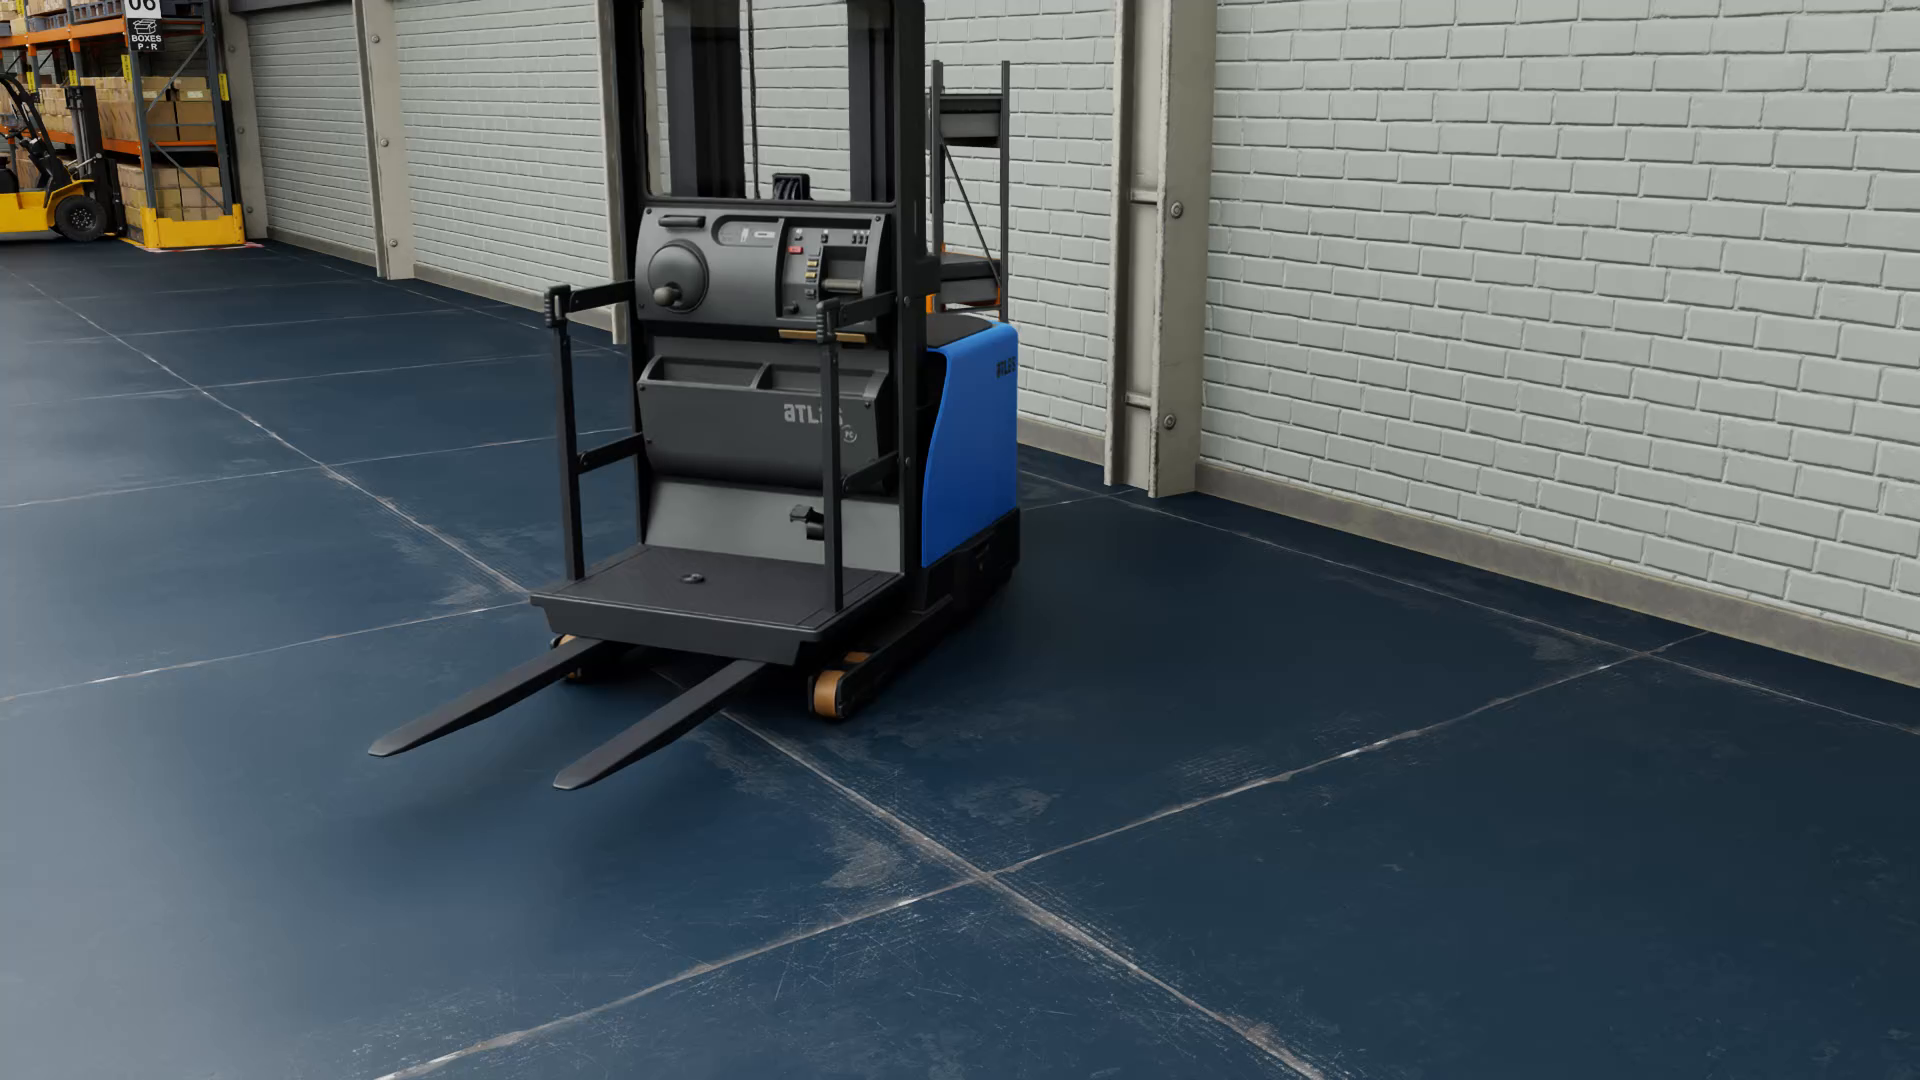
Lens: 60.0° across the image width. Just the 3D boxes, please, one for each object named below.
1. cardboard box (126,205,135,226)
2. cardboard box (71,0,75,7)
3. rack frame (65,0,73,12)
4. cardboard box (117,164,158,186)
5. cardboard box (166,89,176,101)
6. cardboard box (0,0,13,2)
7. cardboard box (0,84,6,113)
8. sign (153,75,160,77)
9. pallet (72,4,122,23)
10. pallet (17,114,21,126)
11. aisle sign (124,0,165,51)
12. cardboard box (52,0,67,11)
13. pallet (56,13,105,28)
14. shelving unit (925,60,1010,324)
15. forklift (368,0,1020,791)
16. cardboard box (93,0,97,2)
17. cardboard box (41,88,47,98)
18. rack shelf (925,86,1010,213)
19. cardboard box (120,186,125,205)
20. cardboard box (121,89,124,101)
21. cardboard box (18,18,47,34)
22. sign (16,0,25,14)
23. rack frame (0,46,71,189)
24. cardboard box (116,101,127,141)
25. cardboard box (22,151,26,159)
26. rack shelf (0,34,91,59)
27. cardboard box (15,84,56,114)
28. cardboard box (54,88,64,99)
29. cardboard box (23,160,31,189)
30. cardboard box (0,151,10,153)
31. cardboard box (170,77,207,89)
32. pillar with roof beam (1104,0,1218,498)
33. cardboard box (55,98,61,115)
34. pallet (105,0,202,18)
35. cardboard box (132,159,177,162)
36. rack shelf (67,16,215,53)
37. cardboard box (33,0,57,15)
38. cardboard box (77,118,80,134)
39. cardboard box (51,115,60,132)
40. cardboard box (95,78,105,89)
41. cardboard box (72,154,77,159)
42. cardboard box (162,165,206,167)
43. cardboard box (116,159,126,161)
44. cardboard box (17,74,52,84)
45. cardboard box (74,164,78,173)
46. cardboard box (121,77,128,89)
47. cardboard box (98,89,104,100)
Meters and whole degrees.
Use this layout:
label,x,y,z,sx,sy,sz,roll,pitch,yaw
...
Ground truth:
label,x,y,z,sx,sy,sz,roll,pitch,yaw
cardboard box,-10.734,-4.312,22.063,0.500,0.250,0.500,-11,19,-35
cardboard box,-12.251,-7.565,23.342,0.380,0.149,0.250,-10,18,-33
rack frame,-12.269,-9.025,23.504,1.000,3.000,0.127,-11,19,-35
cardboard box,-11.050,-4.900,22.316,0.500,0.250,0.500,-11,19,-34
cardboard box,-10.104,-5.794,21.644,0.380,0.149,0.250,-11,19,-35
cardboard box,-17.079,-9.641,29.579,0.396,0.266,0.258,-11,19,-35
cardboard box,-16.870,-7.952,29.964,0.700,0.500,0.500,-10,18,-33
sign,-11.821,-6.673,24.487,0.100,0.325,0.005,-11,19,-35
pallet,-11.747,-7.357,23.260,1.003,0.211,1.213,-11,19,-35
pallet,-15.769,-7.307,28.956,1.003,0.211,1.213,-11,19,-35
aisle sign,-10.117,-6.471,20.614,0.394,0.787,0.004,-11,19,-35
cardboard box,-13.162,-7.895,24.550,0.380,0.149,0.250,-11,19,-35
pallet,-12.799,-7.672,24.606,0.805,0.209,1.217,-12,19,-37
shelving unit,-0.097,-1.048,7.428,0.431,2.100,0.503,-11,19,-35
forklift,-0.767,-0.951,5.498,1.130,2.935,3.031,6,16,21
cardboard box,-11.209,-7.446,22.238,0.797,0.503,0.637,-10,18,-33
cardboard box,-14.514,-7.176,26.694,0.380,0.149,0.250,-10,18,-33
rack shelf,-0.097,-1.710,7.247,0.431,0.518,0.480,-11,19,-35
cardboard box,-11.063,-4.666,22.407,0.500,0.250,0.500,-11,19,-36
cardboard box,-10.762,-5.838,21.807,0.380,0.149,0.250,-11,19,-35
cardboard box,-15.120,-8.432,27.303,0.500,0.250,0.500,-12,19,-36
sign,-15.061,-8.598,26.646,0.100,0.325,0.005,-11,19,-35
rack frame,-16.973,-7.840,30.537,1.000,3.000,0.127,-11,19,-35
cardboard box,-10.717,-5.502,21.807,0.500,0.500,0.500,-10,18,-33
cardboard box,-16.752,-6.984,30.123,0.380,0.149,0.250,-11,19,-36
rack shelf,-15.797,-8.512,28.676,1.077,0.370,4.000,-11,19,-35
cardboard box,-15.731,-7.558,28.516,0.797,0.503,0.637,-11,19,-36
cardboard box,-13.644,-6.844,25.480,0.380,0.149,0.250,-11,19,-36
cardboard box,-16.260,-6.479,29.505,0.500,0.500,0.500,-12,19,-36
cardboard box,-19.042,-7.547,33.401,0.797,0.503,0.637,-12,19,-37
cardboard box,-9.942,-5.887,21.420,0.380,0.149,0.250,-11,19,-36
pillar with roof beam,-2.497,-3.947,4.952,9.100,9.000,0.400,-11,19,-35
cardboard box,-13.651,-6.695,25.691,0.500,0.250,0.500,-11,19,-34
pallet,-10.312,-6.836,21.357,1.003,0.211,1.213,-11,19,-35
cardboard box,-11.514,-5.309,23.810,0.500,0.250,0.500,-11,19,-35
rack shelf,-11.094,-6.804,22.434,1.077,0.370,4.000,-11,19,-35
cardboard box,-14.015,-8.446,25.898,0.700,0.500,0.500,-11,19,-36
cardboard box,-12.777,-6.126,24.560,0.500,0.250,0.500,-10,18,-33
cardboard box,-13.958,-6.563,26.158,0.500,0.250,0.500,-12,19,-36
cardboard box,-11.695,-6.305,22.947,0.380,0.149,0.250,-11,19,-35
cardboard box,-15.021,-6.556,28.560,0.380,0.149,0.250,-11,19,-34
cardboard box,-10.344,-4.874,22.220,0.500,0.250,0.500,-11,19,-34
cardboard box,-12.239,-5.338,23.916,0.500,0.250,0.500,-11,19,-35
cardboard box,-17.634,-8.632,31.731,0.500,0.500,0.500,-11,19,-36
cardboard box,-13.035,-5.465,25.564,0.875,0.625,0.625,-11,19,-35
cardboard box,-10.645,-5.925,21.560,0.380,0.149,0.250,-10,18,-33
cardboard box,-11.566,-6.106,22.784,0.380,0.149,0.250,-12,19,-36
